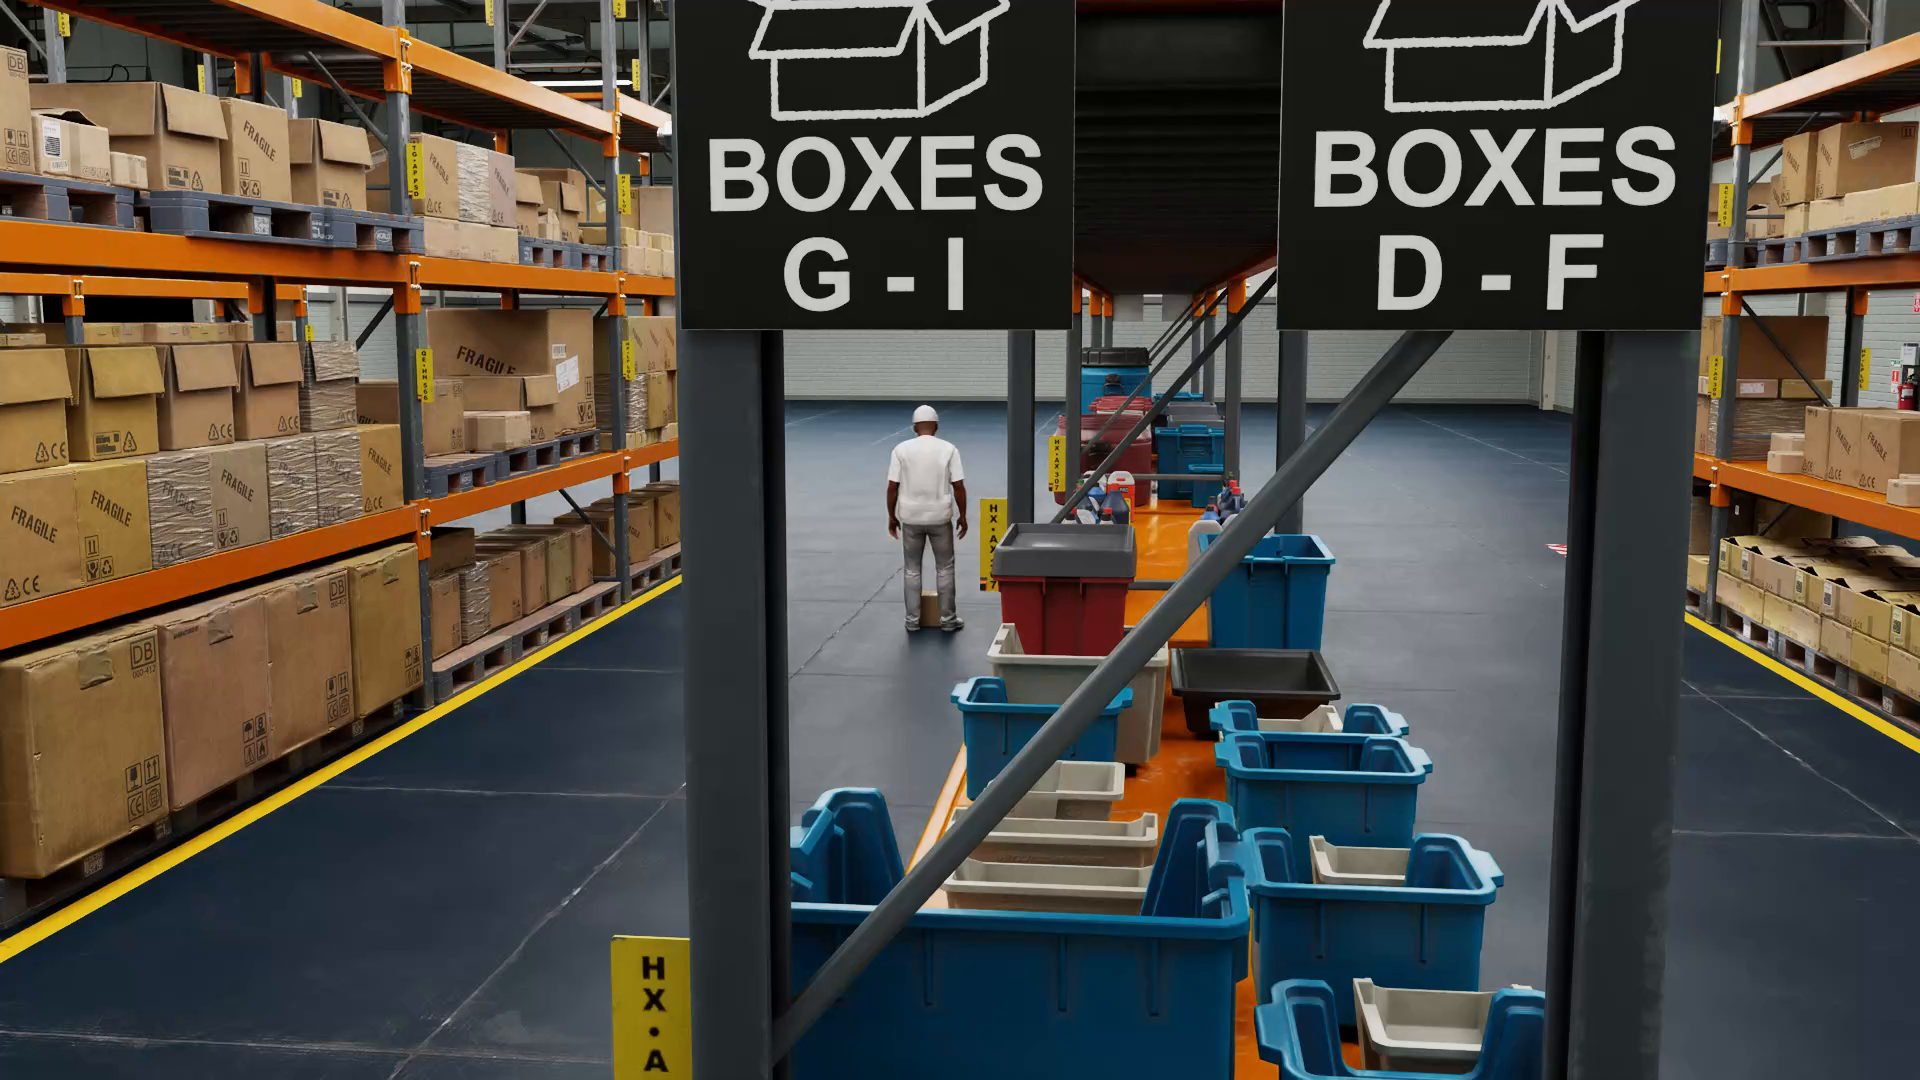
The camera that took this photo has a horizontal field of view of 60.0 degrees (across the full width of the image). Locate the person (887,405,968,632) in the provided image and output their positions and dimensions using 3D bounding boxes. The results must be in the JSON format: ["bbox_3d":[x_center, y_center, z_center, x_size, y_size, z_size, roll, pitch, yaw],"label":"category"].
[{"bbox_3d":[-0.253,-0.170,13.009,0.628,1.760,0.461,1,8,6],"label":"person"}]
